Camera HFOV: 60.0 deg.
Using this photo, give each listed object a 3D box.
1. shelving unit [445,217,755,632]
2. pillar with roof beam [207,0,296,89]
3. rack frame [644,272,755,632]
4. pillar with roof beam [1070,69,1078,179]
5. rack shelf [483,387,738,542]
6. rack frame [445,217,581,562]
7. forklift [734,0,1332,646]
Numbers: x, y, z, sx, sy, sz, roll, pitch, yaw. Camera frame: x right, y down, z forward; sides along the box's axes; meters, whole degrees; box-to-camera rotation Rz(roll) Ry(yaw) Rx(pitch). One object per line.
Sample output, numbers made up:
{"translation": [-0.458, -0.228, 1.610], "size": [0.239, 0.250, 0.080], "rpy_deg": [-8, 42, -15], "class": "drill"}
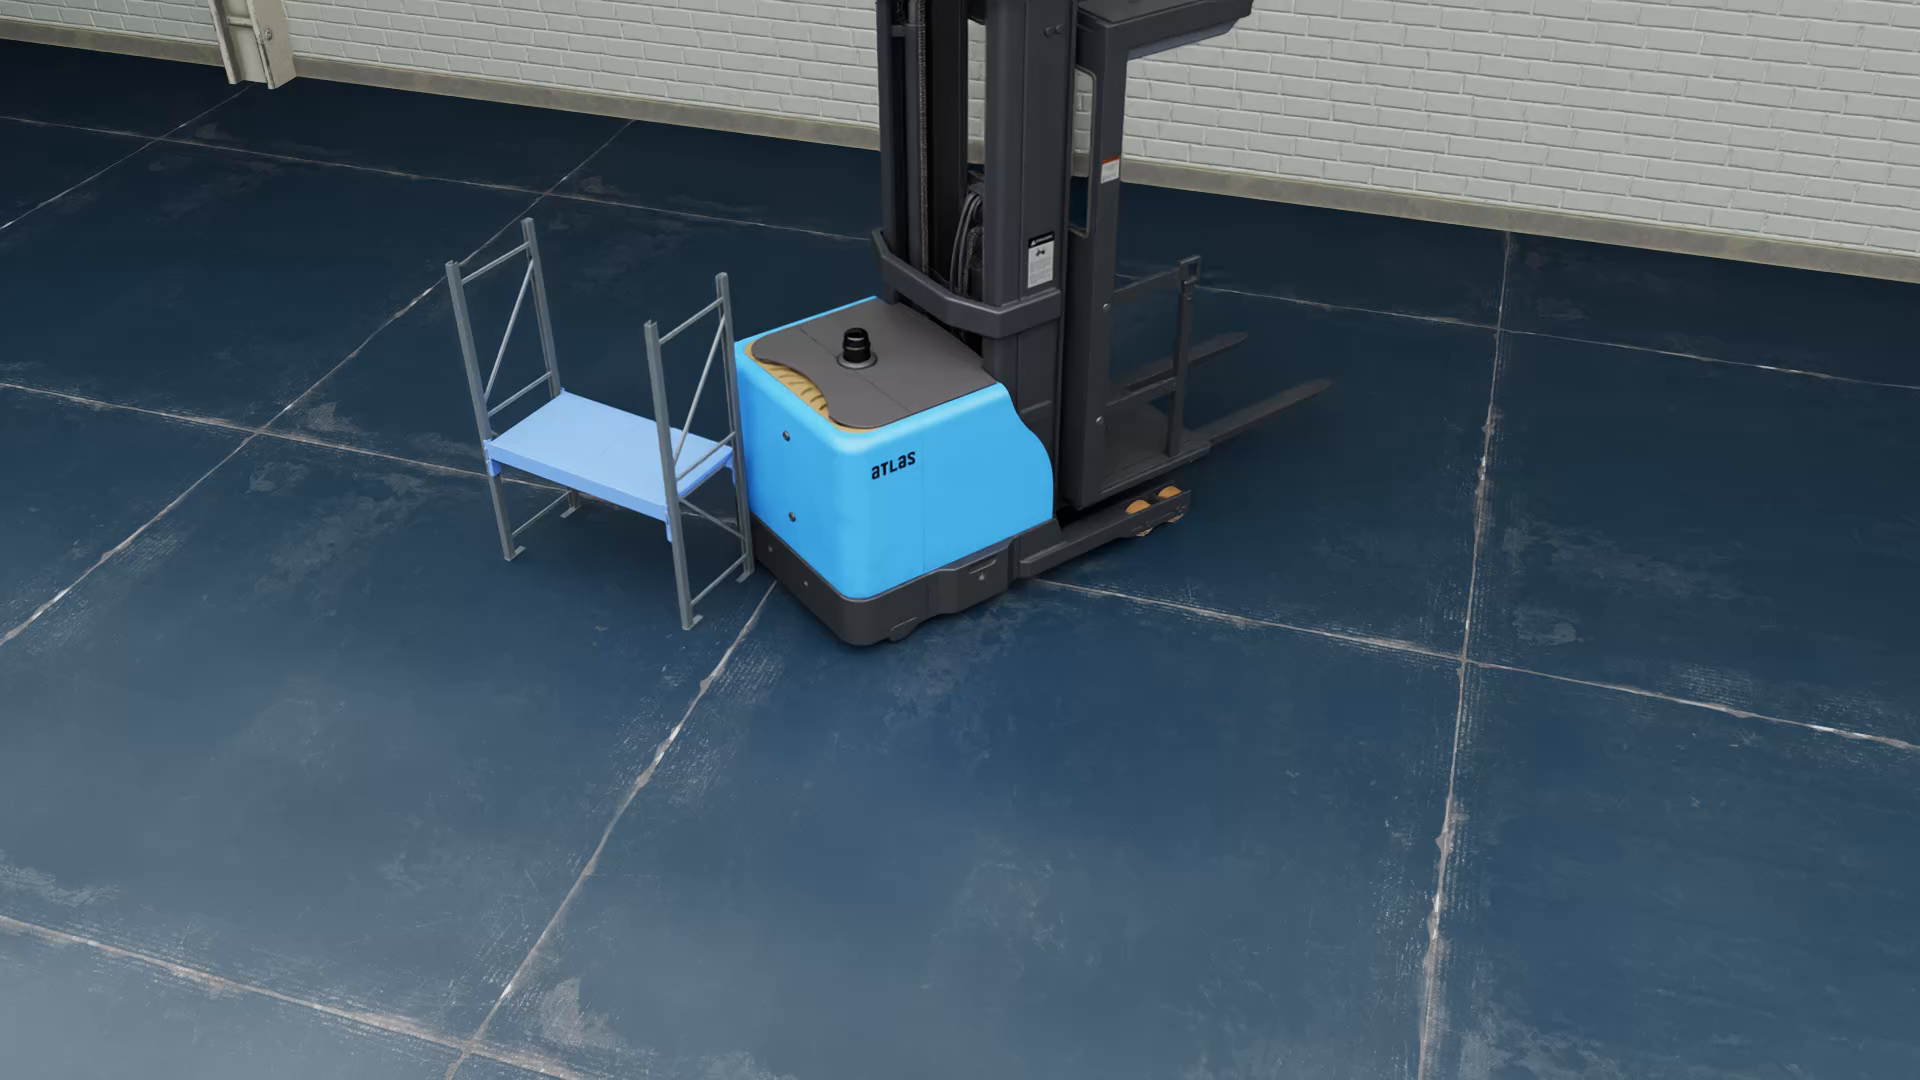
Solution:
{"translation": [-1.510, -0.489, 7.149], "size": [1.048, 1.500, 0.538], "rpy_deg": [19, 40, 24], "class": "shelving unit"}
{"translation": [-6.487, -4.637, 6.459], "size": [0.400, 9.000, 9.100], "rpy_deg": [10, 38, 14], "class": "pillar with roof beam"}
{"translation": [-1.068, -0.339, 6.946], "size": [0.032, 1.500, 0.500], "rpy_deg": [19, 40, 24], "class": "rack frame"}
{"translation": [-0.760, -3.576, 5.018], "size": [0.400, 9.000, 9.100], "rpy_deg": [10, 38, 14], "class": "pillar with roof beam"}
{"translation": [-1.510, -0.344, 7.255], "size": [1.000, 0.185, 0.538], "rpy_deg": [19, 40, 24], "class": "rack shelf"}
{"translation": [-1.951, -0.638, 7.352], "size": [0.032, 1.500, 0.500], "rpy_deg": [19, 40, 24], "class": "rack frame"}
{"translation": [0.475, -1.429, 7.219], "size": [3.031, 2.935, 1.130], "rpy_deg": [-23, 42, -28], "class": "forklift"}
